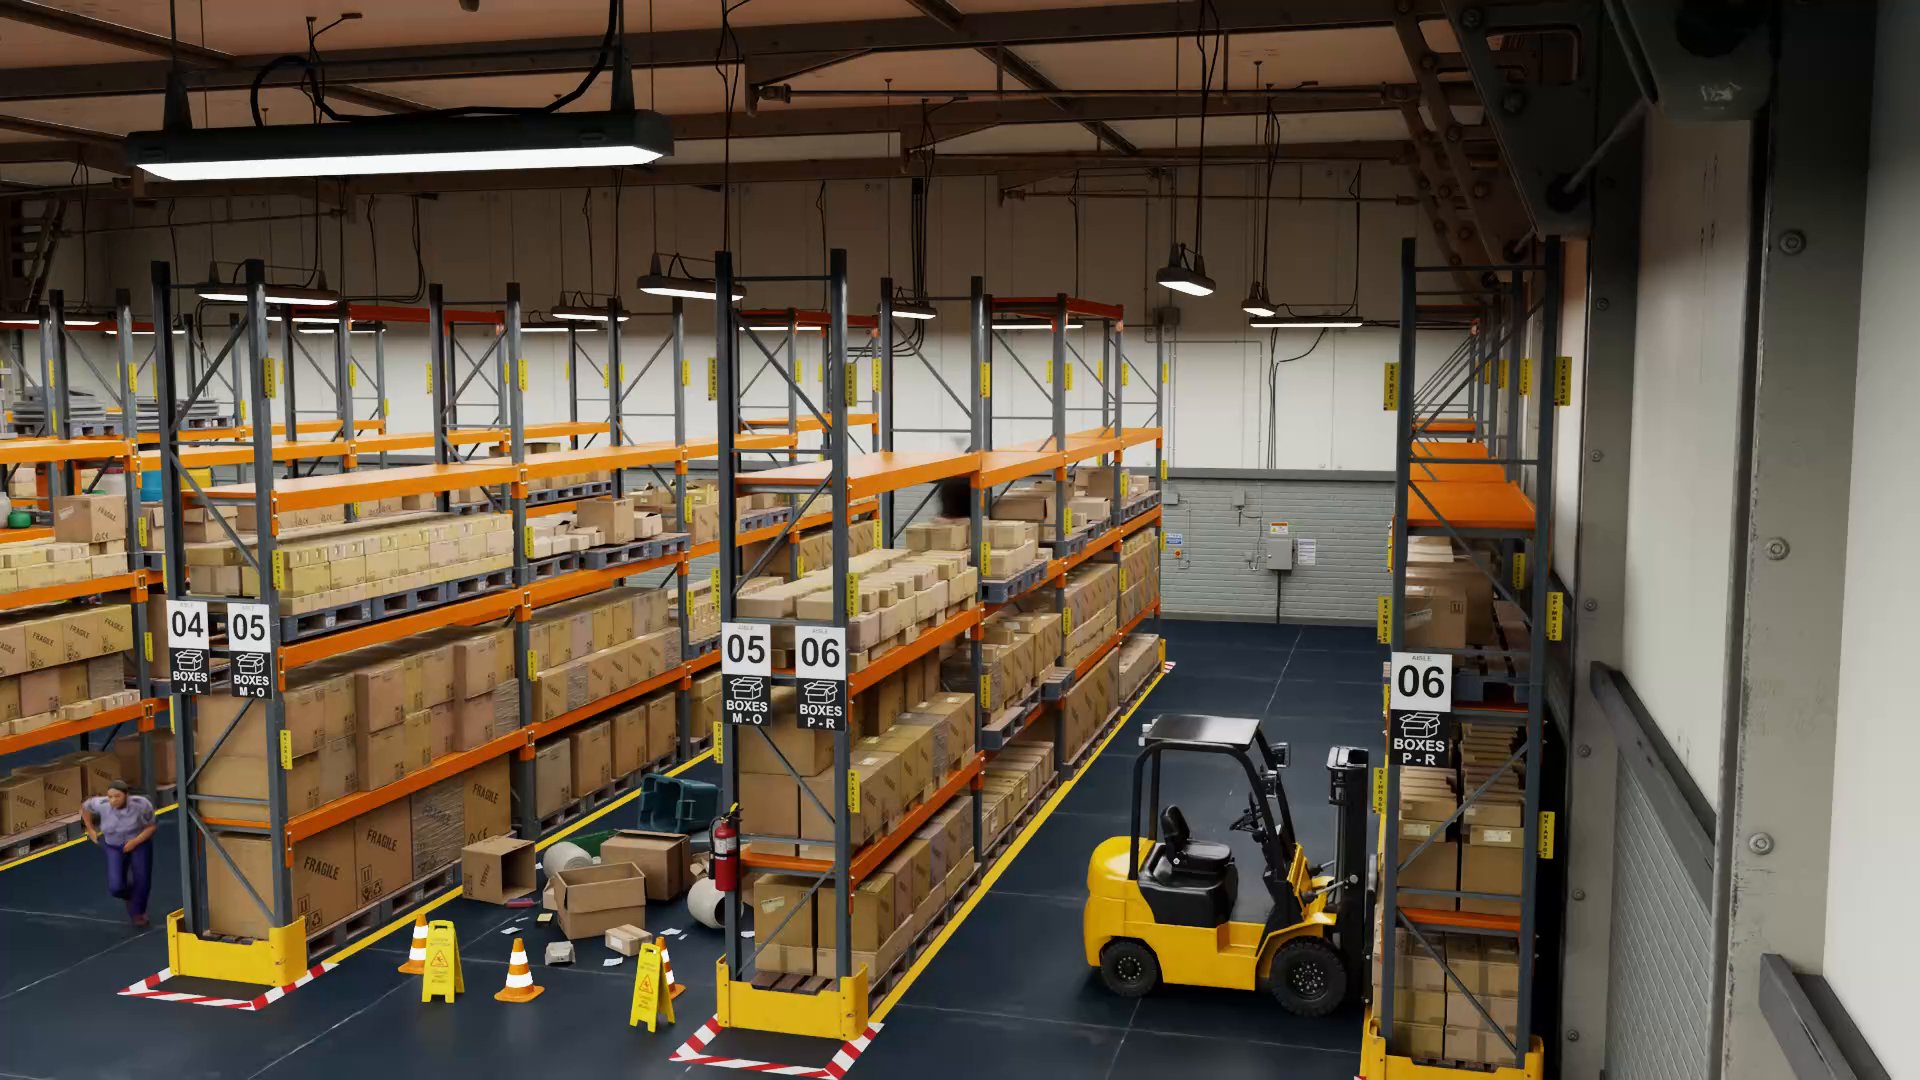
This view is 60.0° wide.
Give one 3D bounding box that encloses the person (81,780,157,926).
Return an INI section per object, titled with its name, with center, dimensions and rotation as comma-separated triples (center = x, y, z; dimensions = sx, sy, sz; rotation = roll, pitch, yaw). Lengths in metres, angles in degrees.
[person]
center = -7.623, 2.849, 15.100
dimensions = 0.633, 1.473, 0.782
rotation = -2, 6, -17
